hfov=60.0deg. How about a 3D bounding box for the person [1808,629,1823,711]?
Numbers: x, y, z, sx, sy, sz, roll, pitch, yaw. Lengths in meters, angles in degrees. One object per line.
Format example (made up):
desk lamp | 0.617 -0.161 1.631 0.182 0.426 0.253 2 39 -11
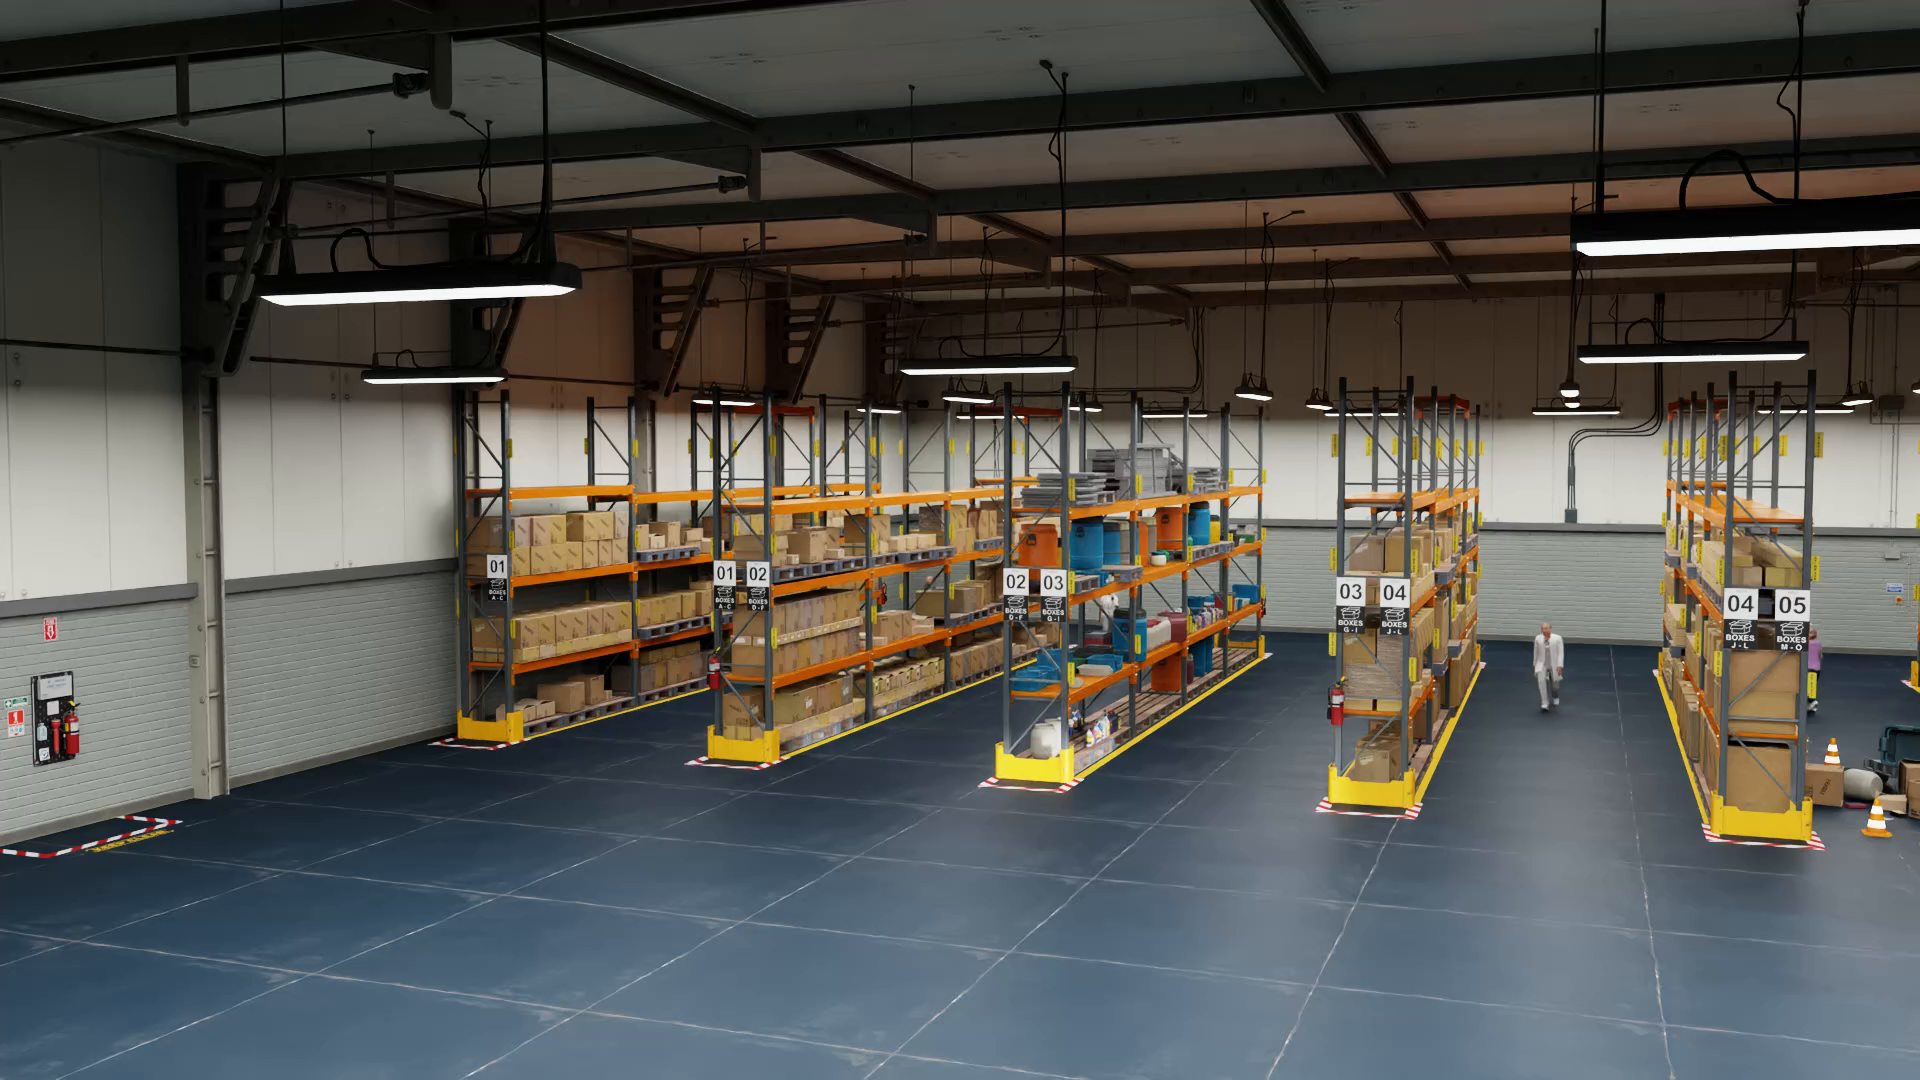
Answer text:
person | 16.199 2.479 31.619 0.488 1.576 0.582 0 3 -1

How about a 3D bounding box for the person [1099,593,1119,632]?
person | 3.687 1.905 41.047 0.491 1.623 0.973 0 3 0

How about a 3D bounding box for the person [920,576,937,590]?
person | -0.825 1.774 43.028 0.589 1.649 1.058 1 3 11

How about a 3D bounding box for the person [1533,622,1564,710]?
person | 11.325 2.432 32.025 0.574 1.612 1.124 1 3 25
